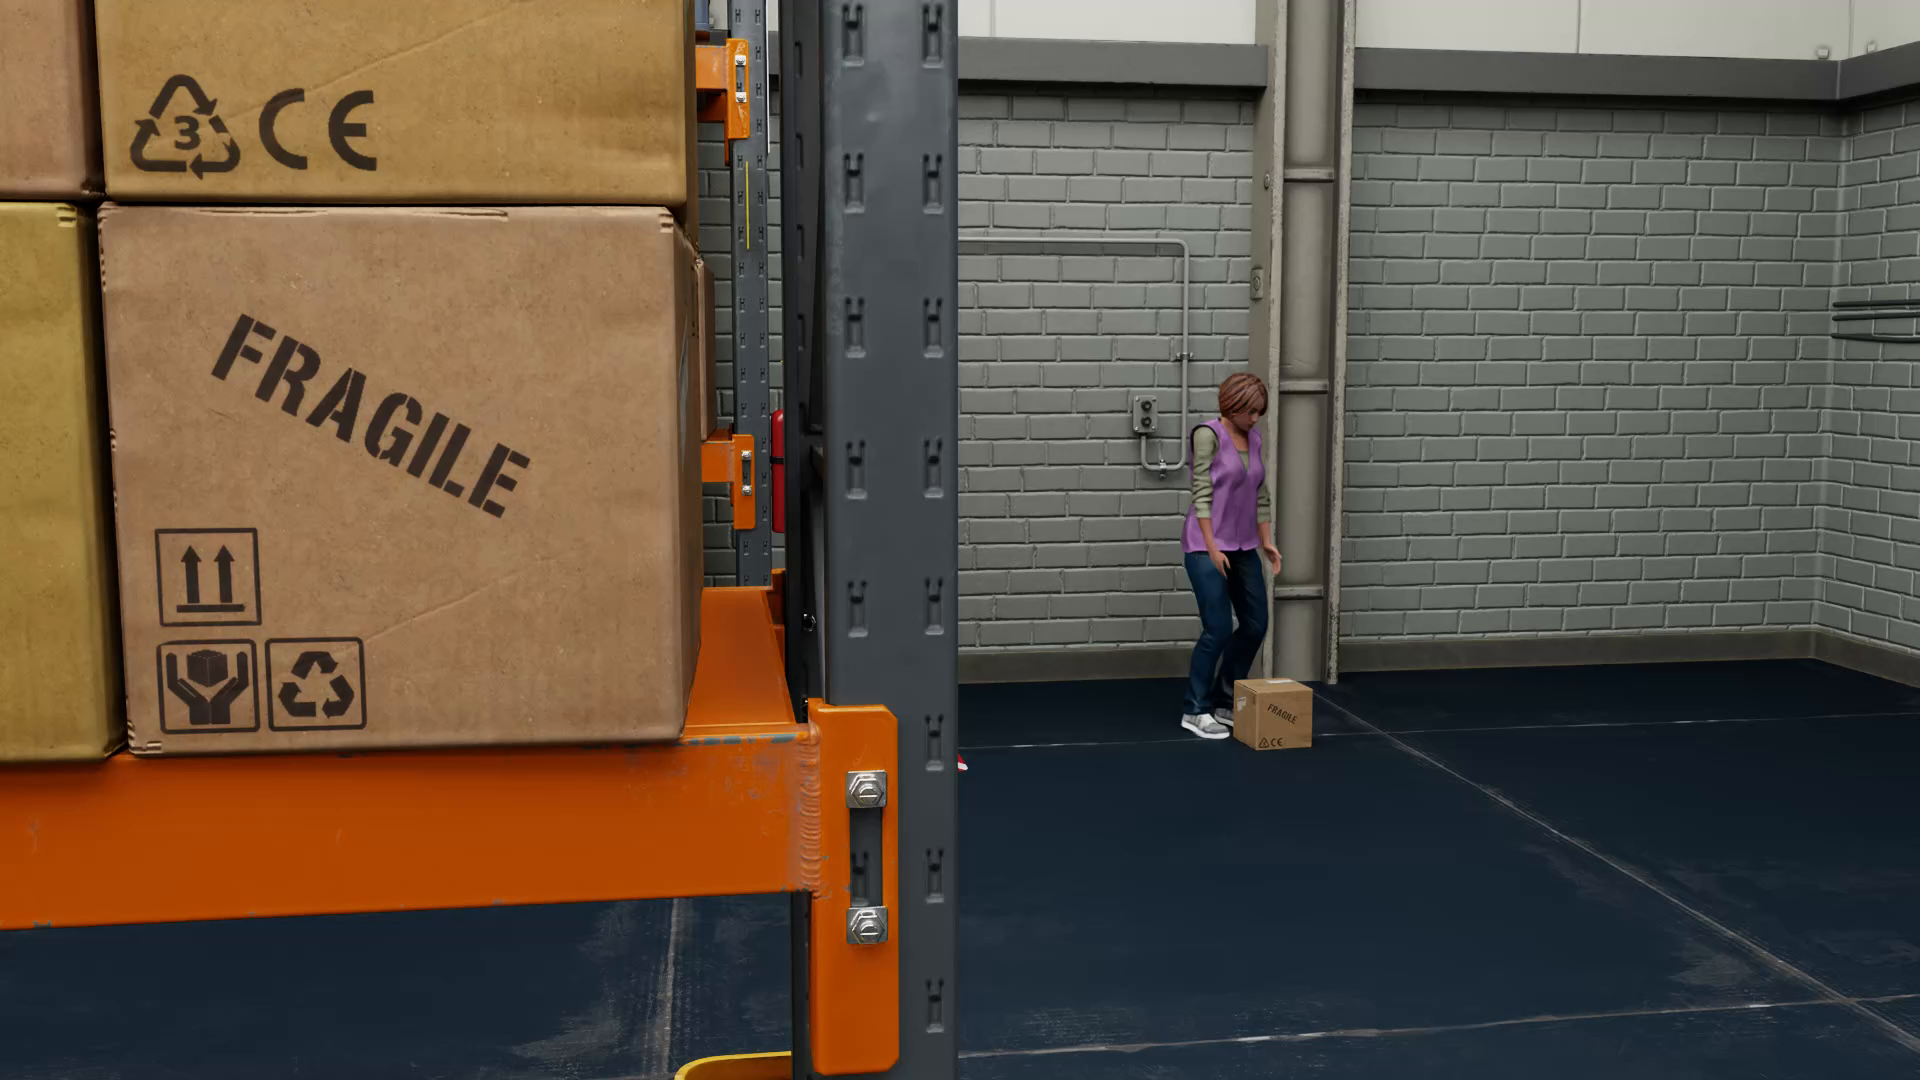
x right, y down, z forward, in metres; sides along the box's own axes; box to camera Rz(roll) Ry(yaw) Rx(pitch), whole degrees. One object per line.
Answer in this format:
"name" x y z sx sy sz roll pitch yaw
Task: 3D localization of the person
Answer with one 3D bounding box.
"person" 1.166 0.059 7.202 0.423 1.568 0.367 -5 8 -35
